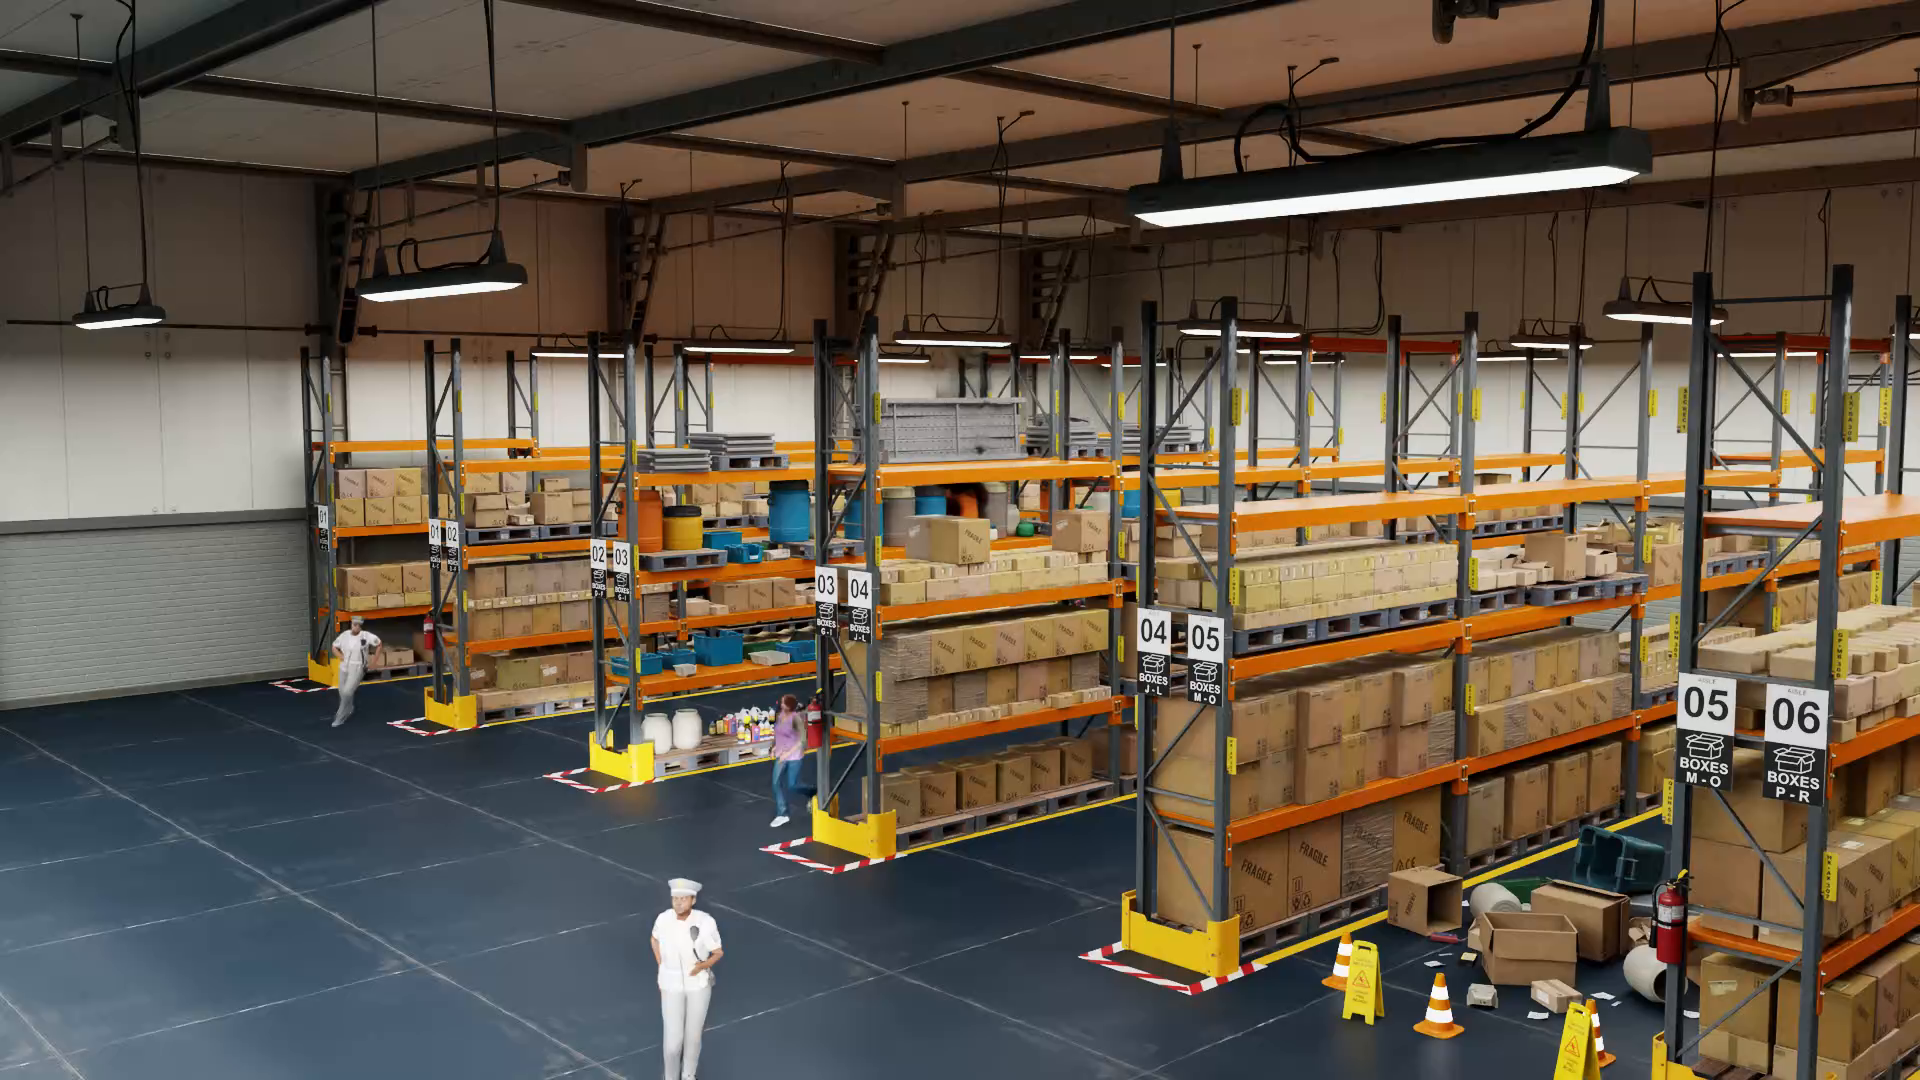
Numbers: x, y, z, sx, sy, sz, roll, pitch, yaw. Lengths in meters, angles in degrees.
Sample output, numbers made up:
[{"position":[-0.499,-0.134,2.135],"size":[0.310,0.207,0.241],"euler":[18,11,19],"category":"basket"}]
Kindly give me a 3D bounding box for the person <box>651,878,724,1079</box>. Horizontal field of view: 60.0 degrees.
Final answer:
[{"position":[-1.987,3.278,12.064],"size":[0.549,1.719,0.673],"euler":[0,5,-4],"category":"person"}]

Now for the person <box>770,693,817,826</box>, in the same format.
[{"position":[-2.014,2.621,20.057],"size":[0.566,1.579,0.715],"euler":[5,7,42],"category":"person"}]

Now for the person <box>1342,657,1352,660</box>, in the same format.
[{"position":[5.177,2.349,22.326],"size":[0.624,1.780,0.752],"euler":[4,7,40],"category":"person"}]

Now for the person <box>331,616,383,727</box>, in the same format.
[{"position":[-9.523,2.043,26.137],"size":[0.803,1.769,0.764],"euler":[0,5,5],"category":"person"}]
